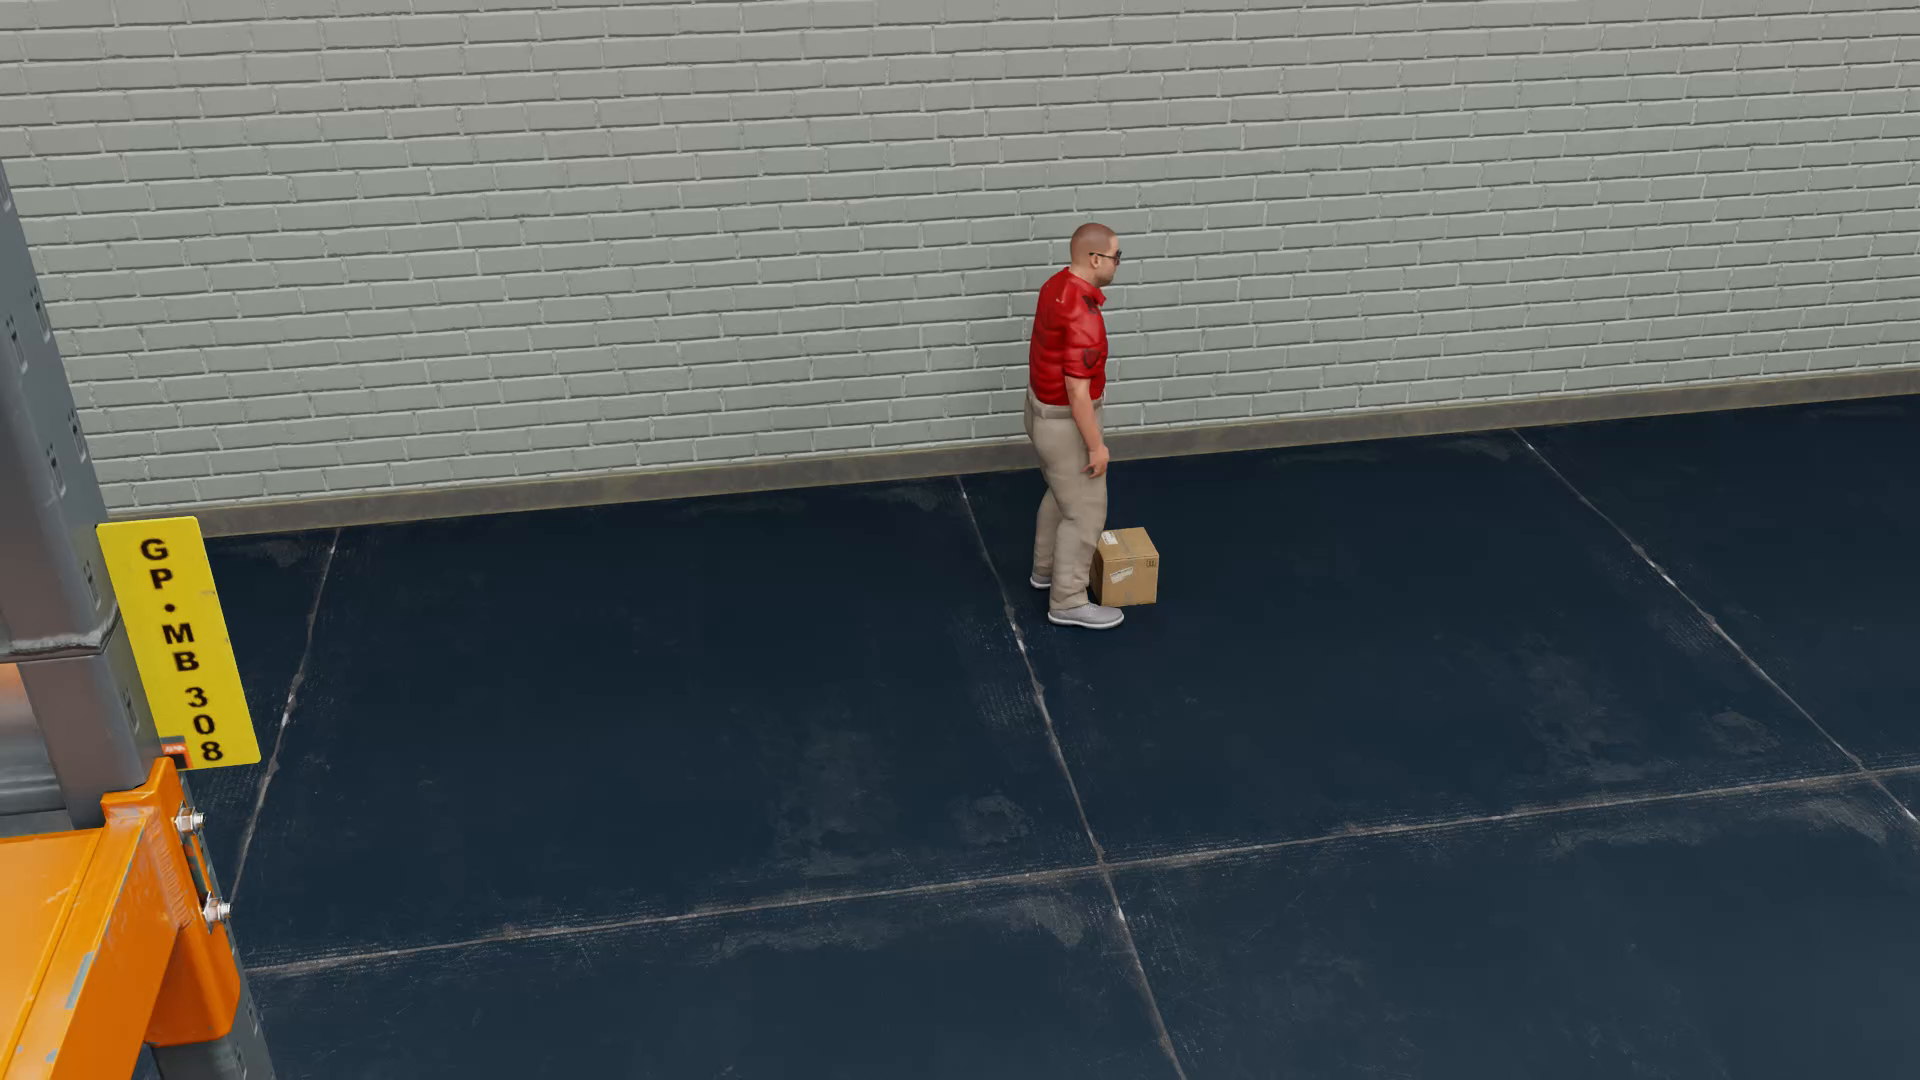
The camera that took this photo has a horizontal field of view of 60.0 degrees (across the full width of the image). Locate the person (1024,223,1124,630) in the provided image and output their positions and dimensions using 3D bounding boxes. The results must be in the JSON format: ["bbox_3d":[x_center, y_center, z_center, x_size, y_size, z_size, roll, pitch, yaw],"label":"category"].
[{"bbox_3d":[0.479,-0.488,6.973,0.392,1.727,0.585,-5,31,-9],"label":"person"}]
